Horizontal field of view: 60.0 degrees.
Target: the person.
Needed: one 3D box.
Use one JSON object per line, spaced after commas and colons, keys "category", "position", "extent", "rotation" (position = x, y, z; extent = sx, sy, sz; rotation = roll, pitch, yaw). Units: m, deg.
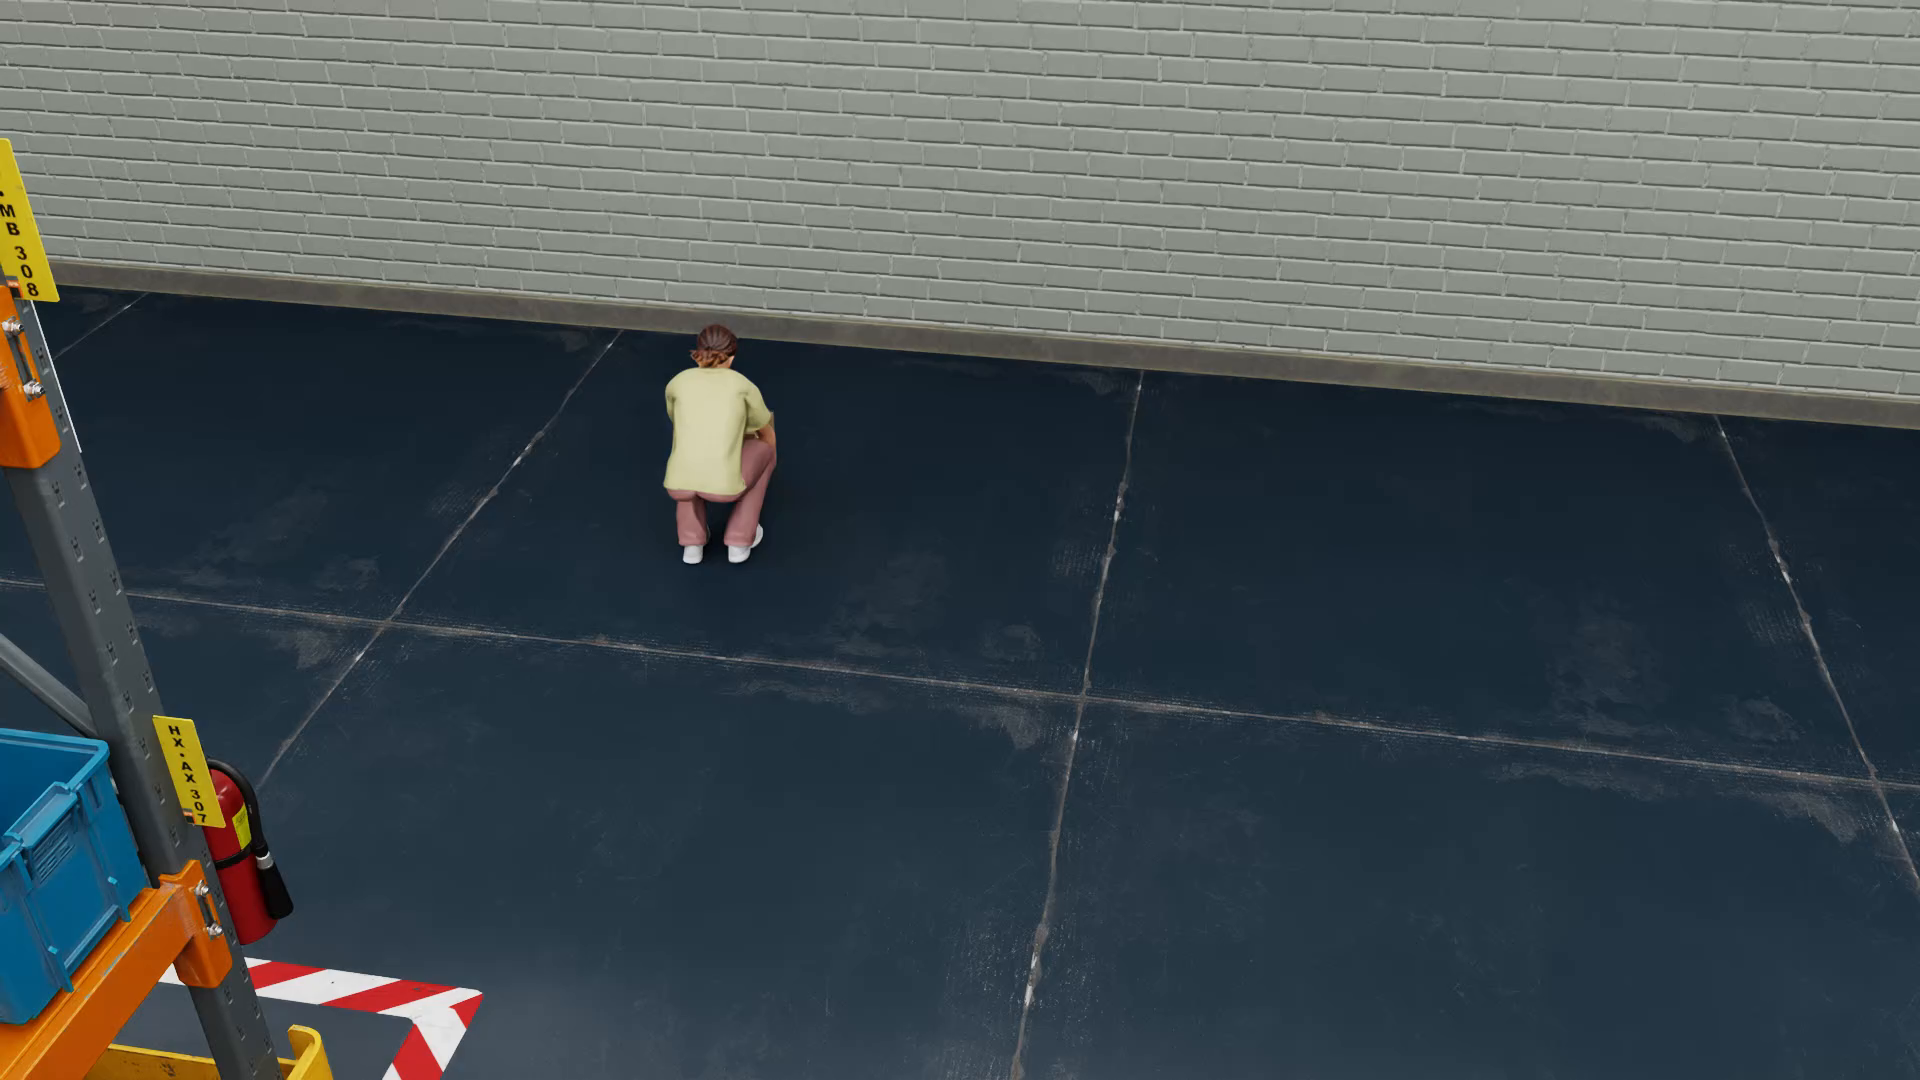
{"category": "person", "position": [-1.107, -0.408, 7.454], "extent": [0.484, 0.954, 0.779], "rotation": [5, 33, 8]}
